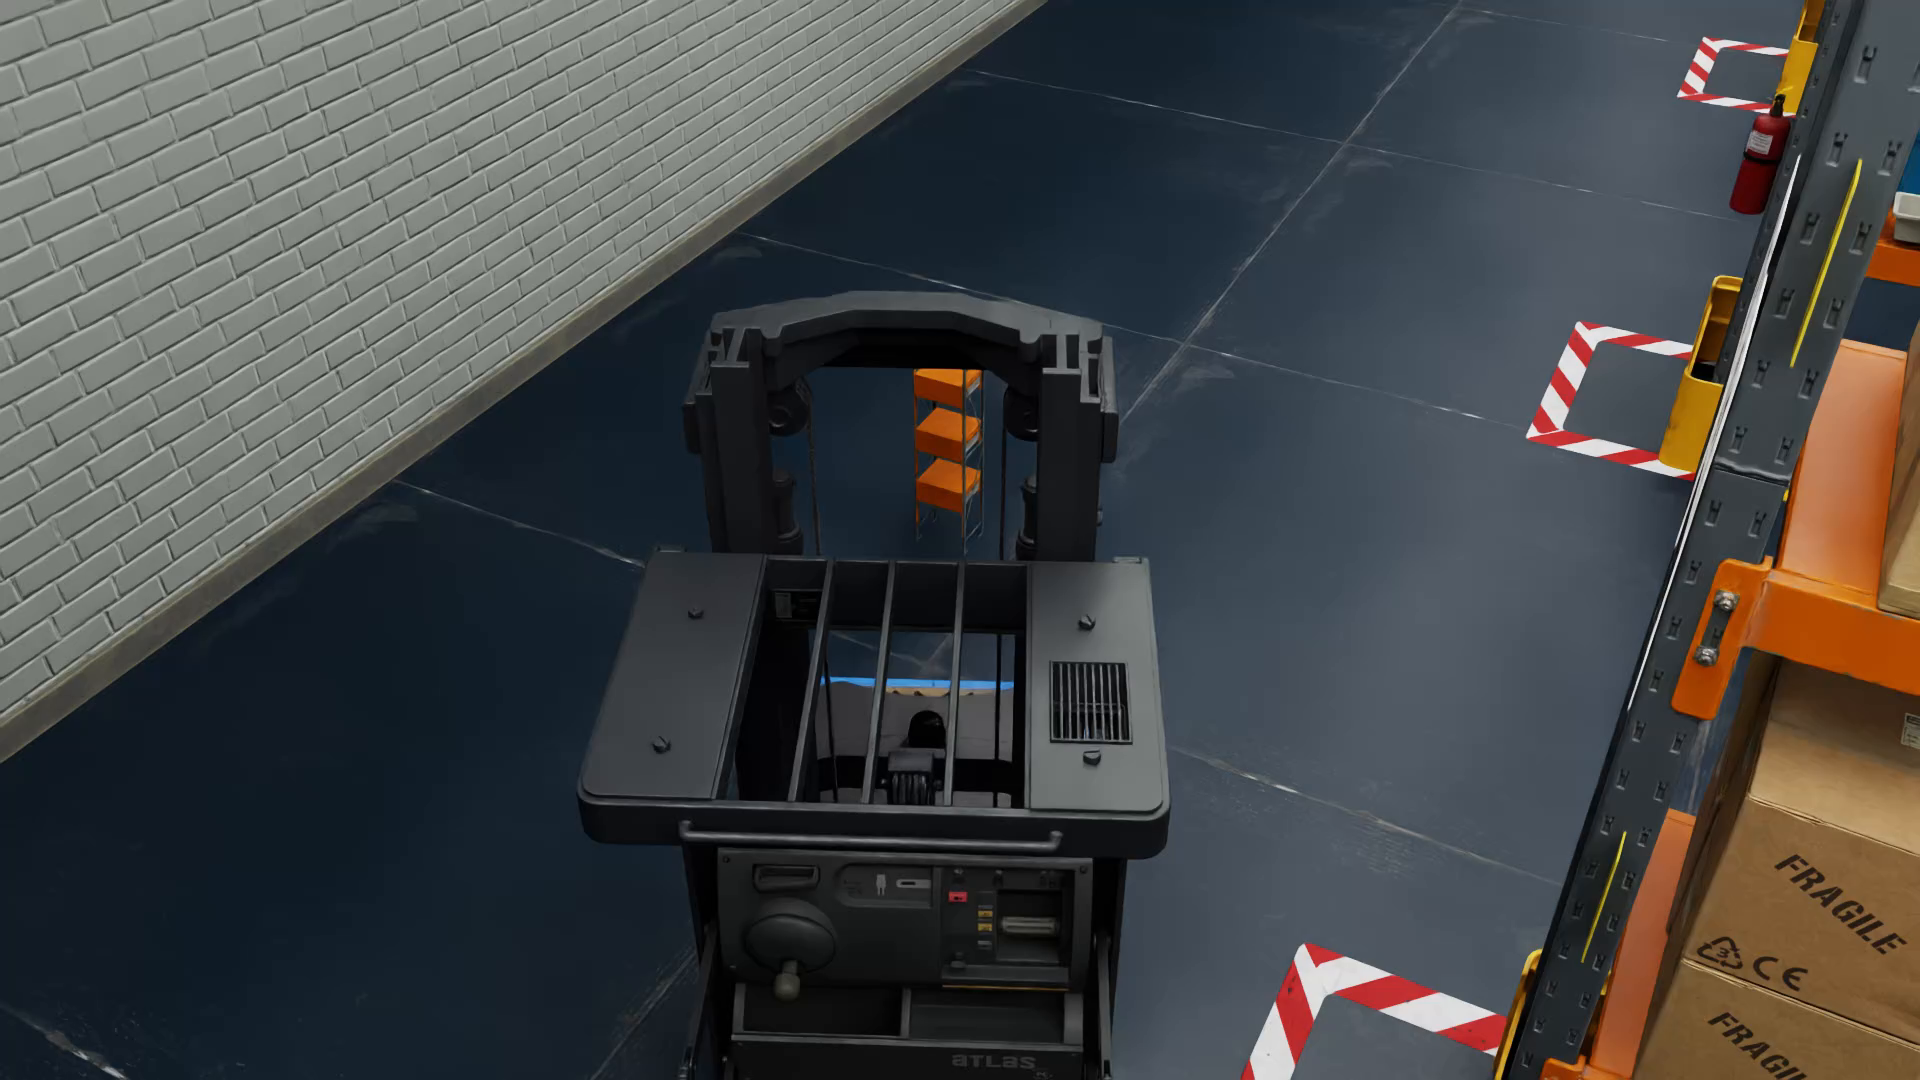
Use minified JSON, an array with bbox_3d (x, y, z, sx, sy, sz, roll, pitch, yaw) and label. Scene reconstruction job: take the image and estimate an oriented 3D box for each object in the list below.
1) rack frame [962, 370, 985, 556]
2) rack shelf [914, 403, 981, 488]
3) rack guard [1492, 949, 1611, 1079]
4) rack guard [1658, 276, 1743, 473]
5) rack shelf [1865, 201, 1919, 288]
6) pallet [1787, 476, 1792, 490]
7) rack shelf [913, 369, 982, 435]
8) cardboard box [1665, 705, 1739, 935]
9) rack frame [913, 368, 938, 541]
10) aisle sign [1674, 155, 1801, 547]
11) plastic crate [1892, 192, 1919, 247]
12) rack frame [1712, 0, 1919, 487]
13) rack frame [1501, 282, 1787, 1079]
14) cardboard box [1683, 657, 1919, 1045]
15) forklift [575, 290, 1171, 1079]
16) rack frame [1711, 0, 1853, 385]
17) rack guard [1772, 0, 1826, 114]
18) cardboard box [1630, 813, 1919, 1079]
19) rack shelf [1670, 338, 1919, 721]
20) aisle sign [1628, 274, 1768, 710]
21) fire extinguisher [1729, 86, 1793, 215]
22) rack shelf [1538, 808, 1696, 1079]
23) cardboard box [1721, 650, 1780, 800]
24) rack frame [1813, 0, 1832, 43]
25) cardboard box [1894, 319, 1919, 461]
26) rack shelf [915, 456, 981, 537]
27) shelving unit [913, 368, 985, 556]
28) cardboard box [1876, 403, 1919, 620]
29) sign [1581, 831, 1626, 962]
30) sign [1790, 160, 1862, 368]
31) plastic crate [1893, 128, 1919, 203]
[{"bbox_3d":[0.061,-0.399,7.407,0.008,1.050,0.200,17,41,21],"label":"rack frame"},{"bbox_3d":[-0.048,-0.425,7.459,0.240,0.259,0.215,17,41,21],"label":"rack shelf"},{"bbox_3d":[1.690,1.833,4.922,0.348,0.500,1.175,17,41,21],"label":"rack guard"},{"bbox_3d":[3.876,-0.846,8.451,0.348,0.500,1.175,17,41,21],"label":"rack guard"},{"bbox_3d":[5.680,-0.999,7.181,4.000,0.370,1.077,17,41,21],"label":"rack shelf"},{"bbox_3d":[4.618,-0.481,8.209,1.213,0.211,1.003,17,41,21],"label":"pallet"},{"bbox_3d":[-0.048,-0.651,7.287,0.240,0.259,0.215,17,41,21],"label":"rack shelf"},{"bbox_3d":[2.145,0.755,4.192,0.500,0.500,0.500,19,41,23],"label":"cardboard box"},{"bbox_3d":[-0.156,-0.467,7.497,0.008,1.050,0.200,17,41,21],"label":"rack frame"},{"bbox_3d":[1.703,-0.403,3.649,0.004,0.787,0.394,17,41,21],"label":"aisle sign"},{"bbox_3d":[4.218,-1.382,7.258,0.298,0.136,0.250,17,41,21],"label":"plastic crate"},{"bbox_3d":[1.622,-1.573,2.380,0.127,3.000,1.000,17,41,21],"label":"rack frame"},{"bbox_3d":[1.622,0.816,4.194,0.127,3.000,1.000,17,41,21],"label":"rack frame"},{"bbox_3d":[1.895,0.643,3.512,0.500,0.500,0.500,19,41,23],"label":"cardboard box"},{"bbox_3d":[-0.144,1.026,3.974,1.130,2.935,3.031,1,37,2],"label":"forklift"},{"bbox_3d":[3.904,-1.842,7.696,0.127,3.000,1.000,17,41,21],"label":"rack frame"},{"bbox_3d":[6.160,-3.512,11.964,0.348,0.500,1.175,17,41,21],"label":"rack guard"},{"bbox_3d":[1.895,1.041,3.814,0.500,0.500,0.500,18,41,22],"label":"cardboard box"},{"bbox_3d":[3.398,0.464,2.772,4.000,0.370,1.077,17,41,21],"label":"rack shelf"},{"bbox_3d":[1.427,-0.081,3.225,0.004,0.787,0.394,17,41,21],"label":"aisle sign"},{"bbox_3d":[3.979,-1.949,8.209,0.183,0.674,0.296,17,41,21],"label":"fire extinguisher"},{"bbox_3d":[3.398,1.659,3.679,4.000,0.370,1.077,17,41,21],"label":"rack shelf"},{"bbox_3d":[2.144,0.354,3.893,0.500,0.500,0.500,17,40,21],"label":"cardboard box"},{"bbox_3d":[6.181,-4.501,11.199,0.127,3.000,1.000,17,41,21],"label":"rack frame"},{"bbox_3d":[2.200,-0.317,3.330,0.500,0.250,0.500,17,41,21],"label":"cardboard box"},{"bbox_3d":[-0.048,-0.203,7.627,0.240,0.259,0.215,17,41,21],"label":"rack shelf"},{"bbox_3d":[-0.048,-0.433,7.452,0.252,1.050,0.215,17,41,21],"label":"shelving unit"},{"bbox_3d":[1.962,-0.039,2.964,0.500,0.250,0.500,17,41,21],"label":"cardboard box"},{"bbox_3d":[1.373,0.763,3.548,0.005,0.325,0.100,17,41,21],"label":"sign"},{"bbox_3d":[1.373,-0.435,2.639,0.005,0.325,0.100,17,41,21],"label":"sign"},{"bbox_3d":[4.287,-1.887,7.676,0.499,0.435,0.616,17,41,21],"label":"plastic crate"}]
